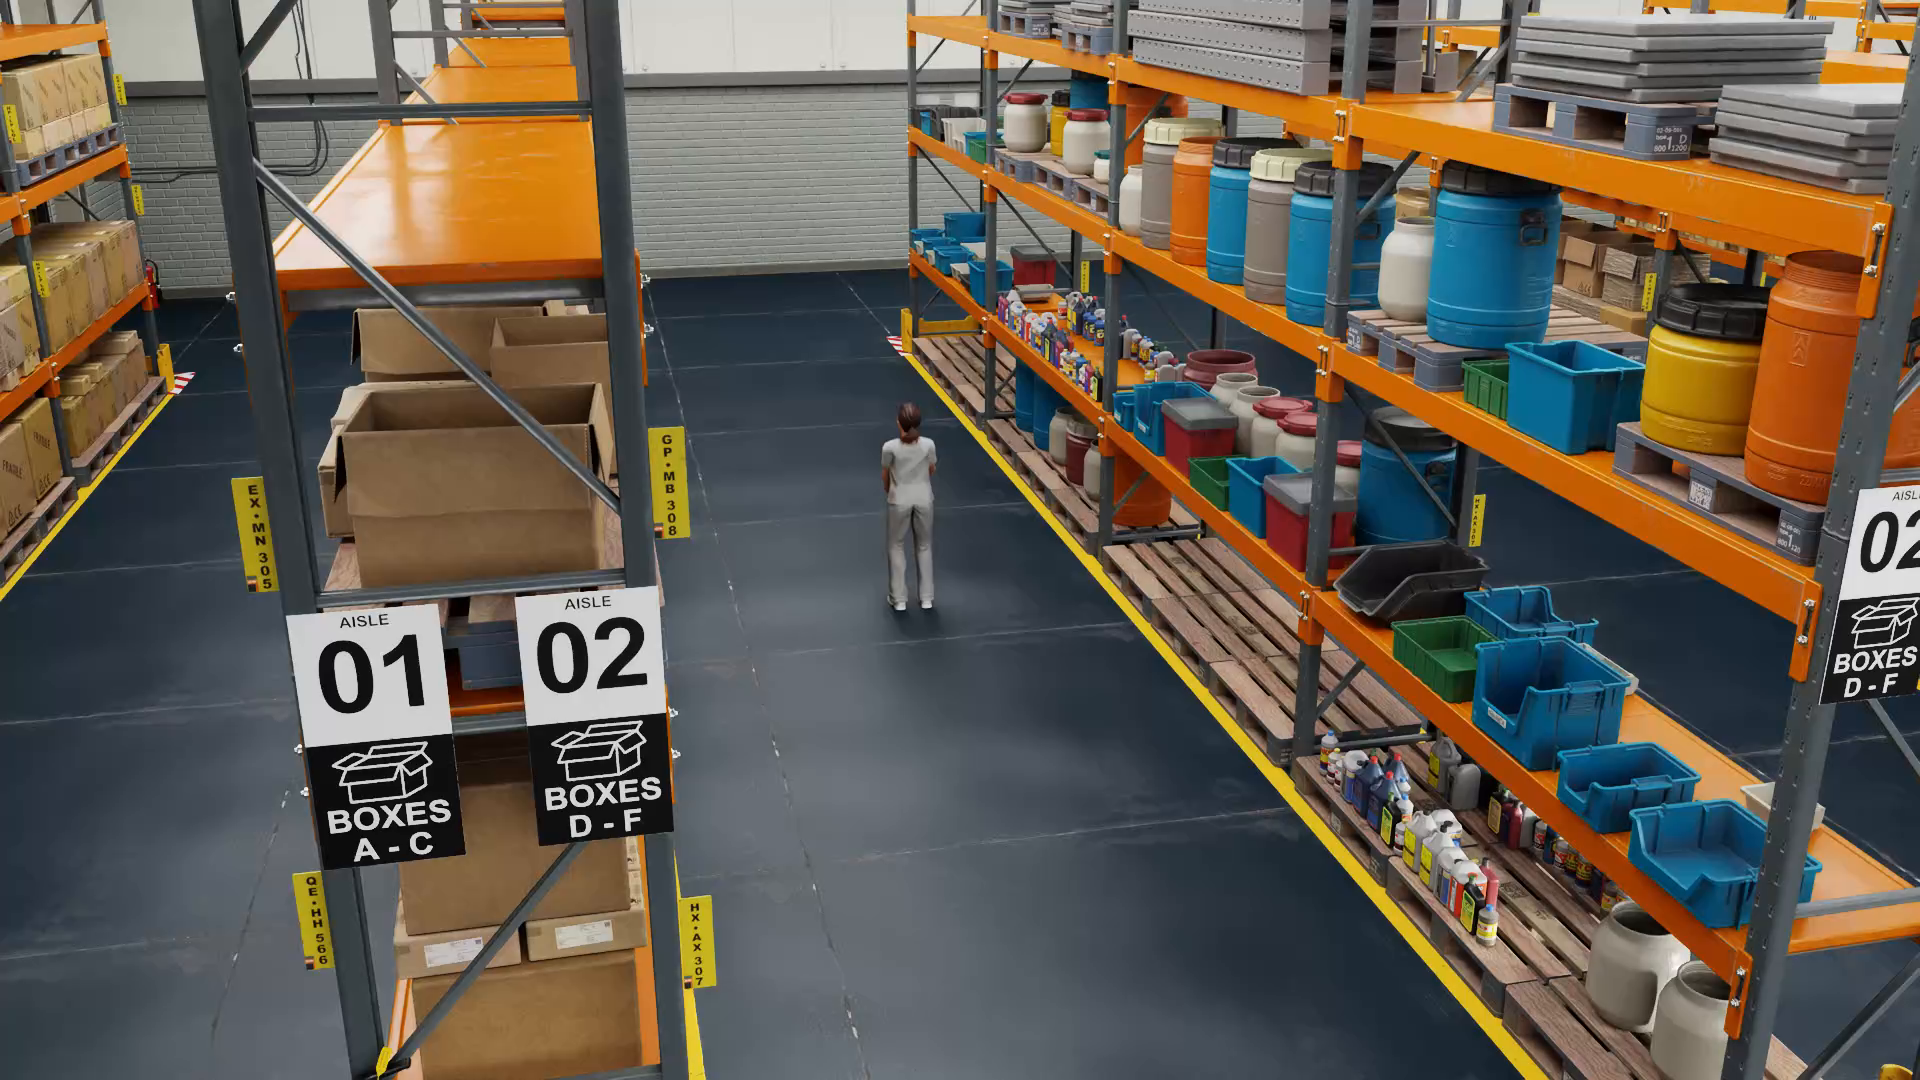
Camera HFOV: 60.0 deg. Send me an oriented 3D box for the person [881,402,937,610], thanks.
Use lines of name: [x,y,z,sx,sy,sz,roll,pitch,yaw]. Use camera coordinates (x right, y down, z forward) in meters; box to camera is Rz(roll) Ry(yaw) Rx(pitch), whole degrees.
person: [-0.400,-0.286,12.892,0.436,1.663,0.553,-4,20,-11]
